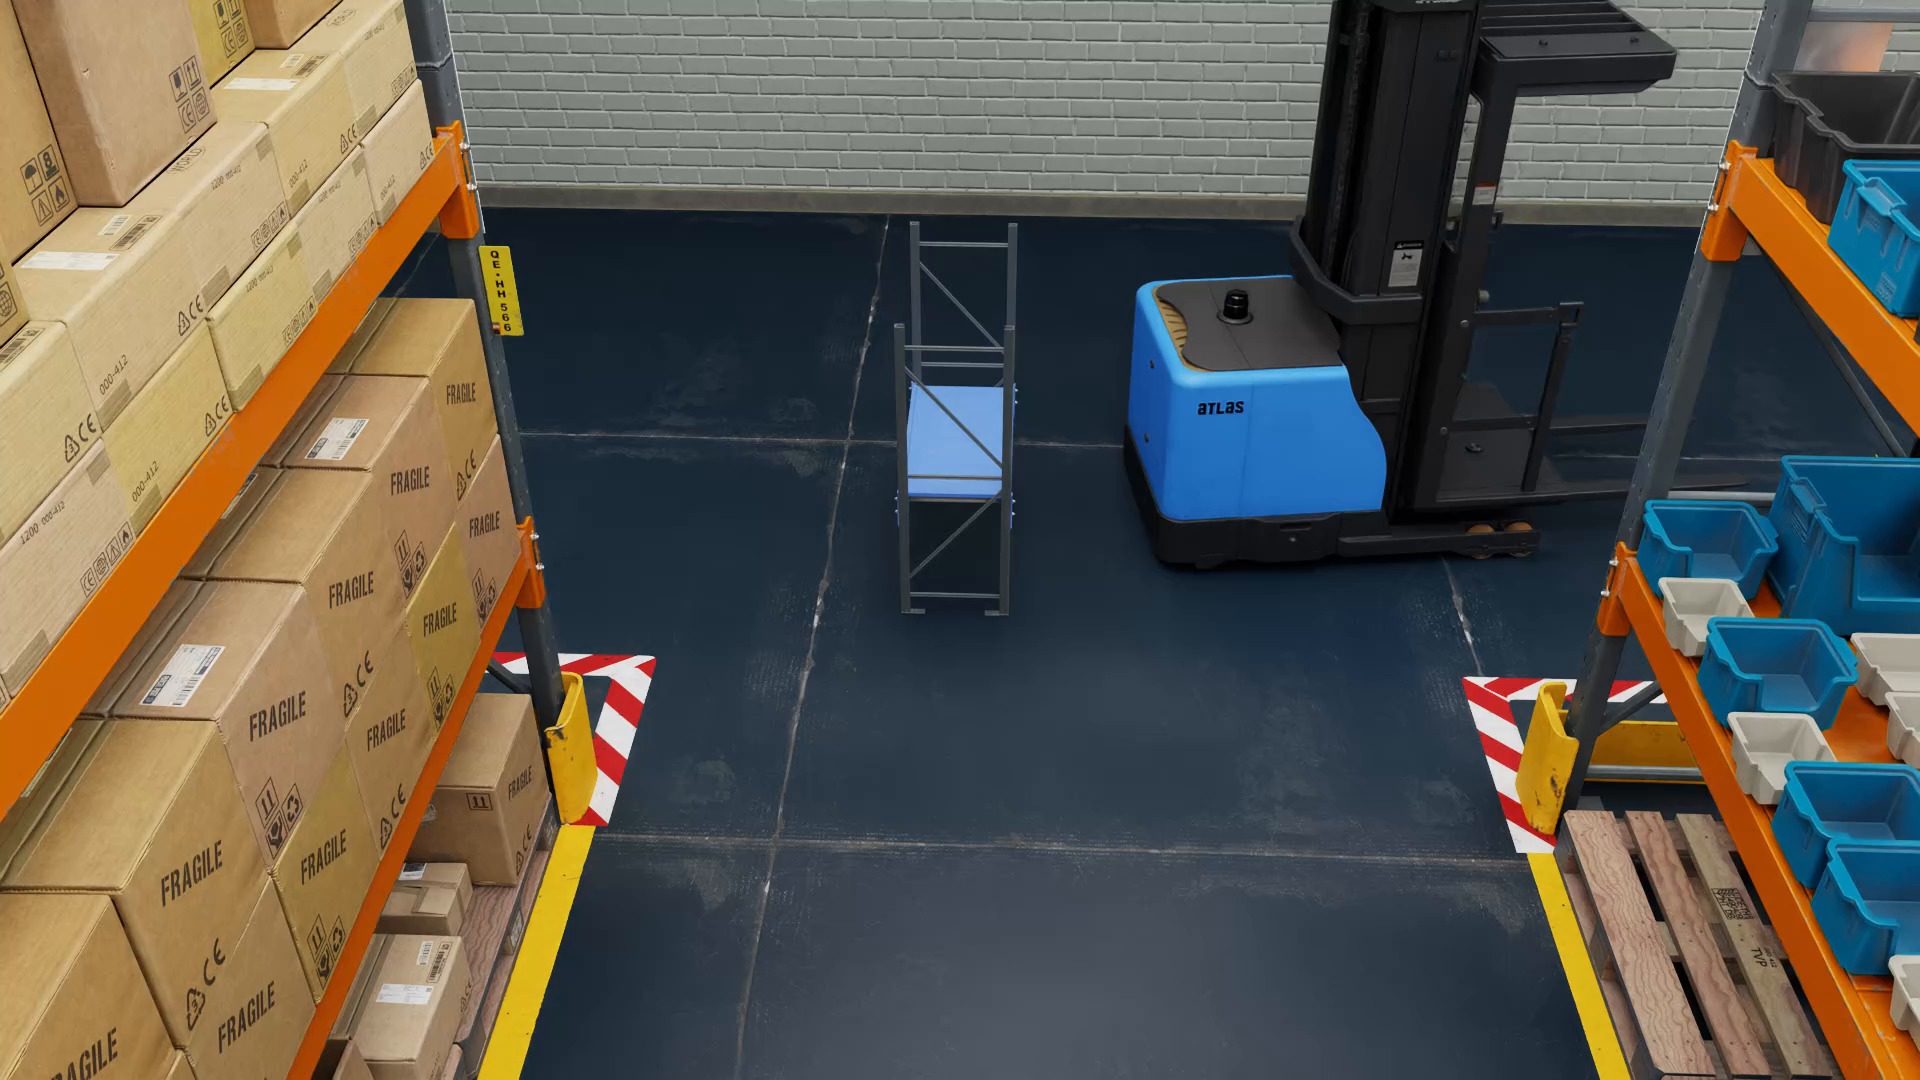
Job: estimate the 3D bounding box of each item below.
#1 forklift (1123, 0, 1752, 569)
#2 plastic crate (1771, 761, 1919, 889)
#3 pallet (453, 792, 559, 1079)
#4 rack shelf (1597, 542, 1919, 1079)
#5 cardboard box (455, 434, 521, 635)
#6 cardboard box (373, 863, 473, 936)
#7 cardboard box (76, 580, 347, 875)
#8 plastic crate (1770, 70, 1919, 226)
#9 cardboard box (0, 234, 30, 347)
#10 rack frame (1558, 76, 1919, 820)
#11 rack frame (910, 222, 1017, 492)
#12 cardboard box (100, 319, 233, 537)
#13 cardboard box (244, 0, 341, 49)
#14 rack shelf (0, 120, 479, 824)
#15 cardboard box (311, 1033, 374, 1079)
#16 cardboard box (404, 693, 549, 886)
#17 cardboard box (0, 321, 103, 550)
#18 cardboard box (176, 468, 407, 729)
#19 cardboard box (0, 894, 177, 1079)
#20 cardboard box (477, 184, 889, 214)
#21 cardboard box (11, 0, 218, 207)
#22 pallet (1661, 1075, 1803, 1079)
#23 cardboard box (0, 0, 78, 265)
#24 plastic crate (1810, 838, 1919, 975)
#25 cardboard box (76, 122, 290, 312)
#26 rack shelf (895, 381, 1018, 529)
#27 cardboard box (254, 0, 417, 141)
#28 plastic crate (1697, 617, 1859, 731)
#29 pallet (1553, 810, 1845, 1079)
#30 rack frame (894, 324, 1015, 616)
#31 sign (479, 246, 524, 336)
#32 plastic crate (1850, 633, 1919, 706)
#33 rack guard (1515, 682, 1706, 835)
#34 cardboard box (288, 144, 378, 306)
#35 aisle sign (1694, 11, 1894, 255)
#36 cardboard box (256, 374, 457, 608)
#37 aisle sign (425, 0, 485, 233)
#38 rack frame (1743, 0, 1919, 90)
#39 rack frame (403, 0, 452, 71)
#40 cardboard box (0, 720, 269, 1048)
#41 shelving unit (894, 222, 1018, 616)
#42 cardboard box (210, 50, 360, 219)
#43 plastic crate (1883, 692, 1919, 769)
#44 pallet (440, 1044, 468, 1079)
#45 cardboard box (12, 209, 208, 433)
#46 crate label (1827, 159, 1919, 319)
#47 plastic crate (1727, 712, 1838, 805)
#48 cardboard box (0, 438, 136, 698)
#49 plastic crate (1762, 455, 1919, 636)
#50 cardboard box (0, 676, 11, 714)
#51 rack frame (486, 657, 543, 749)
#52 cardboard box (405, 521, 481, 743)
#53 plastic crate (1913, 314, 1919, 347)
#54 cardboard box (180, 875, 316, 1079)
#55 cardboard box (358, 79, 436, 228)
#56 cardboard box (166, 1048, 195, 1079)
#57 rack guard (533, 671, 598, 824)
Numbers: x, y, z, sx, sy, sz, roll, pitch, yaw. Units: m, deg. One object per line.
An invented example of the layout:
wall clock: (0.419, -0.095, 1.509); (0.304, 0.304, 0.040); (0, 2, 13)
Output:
forklift: (2.404, -1.409, 7.705); (3.031, 2.935, 1.130); (-3, 35, -5)
plastic crate: (2.477, 0.803, 4.593); (0.416, 0.233, 0.300); (1, 35, 2)
pallet: (-2.114, 1.394, 6.083); (1.003, 0.211, 1.213); (1, 35, 2)
rack shelf: (2.789, 1.311, 4.401); (1.077, 0.370, 4.000); (1, 35, 2)
cardboard box: (-1.826, -0.026, 5.591); (0.500, 0.500, 0.500); (2, 35, 3)
cardboard box: (-1.962, 1.279, 5.903); (0.380, 0.166, 0.250); (1, 35, 2)
cardboard box: (-1.880, 0.447, 4.049); (0.500, 0.500, 0.500); (2, 35, 3)
plastic crate: (2.575, -1.091, 4.699); (0.497, 0.269, 0.590); (1, 35, 2)
cardboard box: (-2.084, -0.479, 2.758); (0.700, 0.500, 0.500); (1, 35, 2)
rack frame: (2.869, -0.132, 5.829); (1.000, 3.000, 0.127); (1, 35, 2)
rack frame: (0.017, -0.857, 8.165); (0.500, 1.500, 0.032); (1, 35, 2)
cardboard box: (-1.912, -0.252, 3.521); (0.500, 0.250, 0.500); (1, 35, 2)
cardboard box: (-2.085, -1.630, 4.396); (0.700, 0.500, 0.500); (1, 35, 2)
rack shelf: (-2.161, -0.032, 3.704); (1.077, 0.370, 4.000); (1, 35, 2)
cardboard box: (-2.171, 1.811, 4.852); (0.797, 0.503, 0.637); (1, 35, 2)
cardboard box: (-1.856, 0.912, 6.135); (0.500, 0.500, 0.500); (1, 35, 2)
cardboard box: (-1.923, -0.169, 2.968); (0.500, 0.250, 0.500); (1, 35, 2)
cardboard box: (-1.859, 0.152, 4.469); (0.500, 0.500, 0.500); (2, 35, 3)
cardboard box: (-1.921, 1.039, 3.207); (0.500, 0.500, 0.500); (0, 35, 0)
cardboard box: (-3.488, -3.543, 10.595); (6.002, 3.100, 0.262); (2, 35, 2)
cardboard box: (-2.102, -1.055, 3.578); (0.700, 0.500, 0.500); (1, 35, 2)
pallet: (2.745, 2.181, 4.963); (1.003, 0.211, 1.213); (1, 35, 2)
cardboard box: (-2.216, -0.770, 3.172); (0.700, 0.500, 0.500); (1, 35, 2)
plastic crate: (2.465, 0.975, 4.347); (0.416, 0.233, 0.300); (1, 35, 2)
cardboard box: (-1.890, -0.744, 3.786); (0.500, 0.250, 0.500); (1, 35, 2)
rack shelf: (-0.003, -0.417, 7.852); (0.538, 0.185, 1.000); (1, 35, 2)
cardboard box: (-1.846, -1.318, 4.604); (0.500, 0.250, 0.500); (1, 35, 2)
plastic crate: (2.504, 0.424, 5.131); (0.416, 0.233, 0.300); (1, 35, 2)
pallet: (2.797, 1.482, 5.958); (1.003, 0.211, 1.213); (1, 35, 2)
rack frame: (-0.024, -0.273, 7.333); (0.500, 1.500, 0.032); (1, 35, 2)
sign: (-1.527, -0.827, 5.537); (0.100, 0.325, 0.005); (1, 35, 2)
plastic crate: (3.017, 0.424, 5.215); (0.396, 0.136, 0.243); (1, 35, 2)
rack guard: (2.857, 0.877, 6.568); (1.175, 0.500, 0.348); (1, 35, 2)
cardboard box: (-1.869, -0.826, 4.339); (0.500, 0.250, 0.500); (1, 35, 2)
aisle sign: (2.575, -1.244, 5.150); (0.394, 0.787, 0.004); (1, 35, 2)
cardboard box: (-1.843, -0.146, 4.893); (0.500, 0.500, 0.500); (2, 35, 3)
aisle sign: (-1.772, -1.344, 5.293); (0.394, 0.787, 0.004); (1, 35, 2)
rack frame: (2.869, -2.587, 4.104); (1.000, 3.000, 0.127); (1, 35, 2)
rack frame: (-2.080, -2.703, 4.270); (1.000, 3.000, 0.127); (1, 35, 2)
cardboard box: (-1.900, 0.744, 3.627); (0.500, 0.500, 0.500); (0, 35, 0)
shelving unit: (-0.003, -0.565, 7.749); (0.538, 1.500, 1.048); (1, 35, 2)
cardboard box: (-1.866, -1.031, 4.195); (0.500, 0.250, 0.500); (1, 35, 2)
plastic crate: (2.991, 0.590, 4.979); (0.396, 0.136, 0.243); (1, 35, 2)
pallet: (-2.166, 2.093, 5.088); (1.003, 0.211, 1.213); (1, 35, 2)
cardboard box: (-1.903, -0.456, 3.377); (0.500, 0.250, 0.500); (1, 35, 2)
crate label: (2.509, -0.776, 4.266); (0.408, 0.251, 0.502); (1, 35, 2)
plastic crate: (2.407, 0.658, 4.883); (0.250, 0.136, 0.298); (1, 35, 2)
cardboard box: (-1.929, 0.036, 3.112); (0.500, 0.250, 0.500); (1, 35, 2)
plastic crate: (3.042, 0.026, 5.522); (0.616, 0.435, 0.499); (1, 35, 2)
cardboard box: (-1.950, 0.323, 2.704); (0.500, 0.250, 0.500); (1, 35, 2)
rack frame: (-2.084, -0.249, 5.995); (0.949, 2.616, 0.053); (1, 35, 2)
cardboard box: (-1.844, 0.272, 5.167); (0.500, 0.500, 0.500); (2, 35, 2)
plastic crate: (2.533, -0.463, 3.745); (0.504, 0.338, 0.767); (1, 35, 2)
cardboard box: (-1.909, 1.140, 3.932); (0.500, 0.500, 0.500); (1, 35, 2)
cardboard box: (-1.838, -1.113, 4.747); (0.500, 0.250, 0.500); (1, 35, 2)
cardboard box: (-2.147, 0.693, 4.568); (1.079, 0.500, 3.026); (2, 35, 3)
rack guard: (-2.083, 0.818, 6.652); (1.175, 0.500, 0.348); (1, 35, 2)
